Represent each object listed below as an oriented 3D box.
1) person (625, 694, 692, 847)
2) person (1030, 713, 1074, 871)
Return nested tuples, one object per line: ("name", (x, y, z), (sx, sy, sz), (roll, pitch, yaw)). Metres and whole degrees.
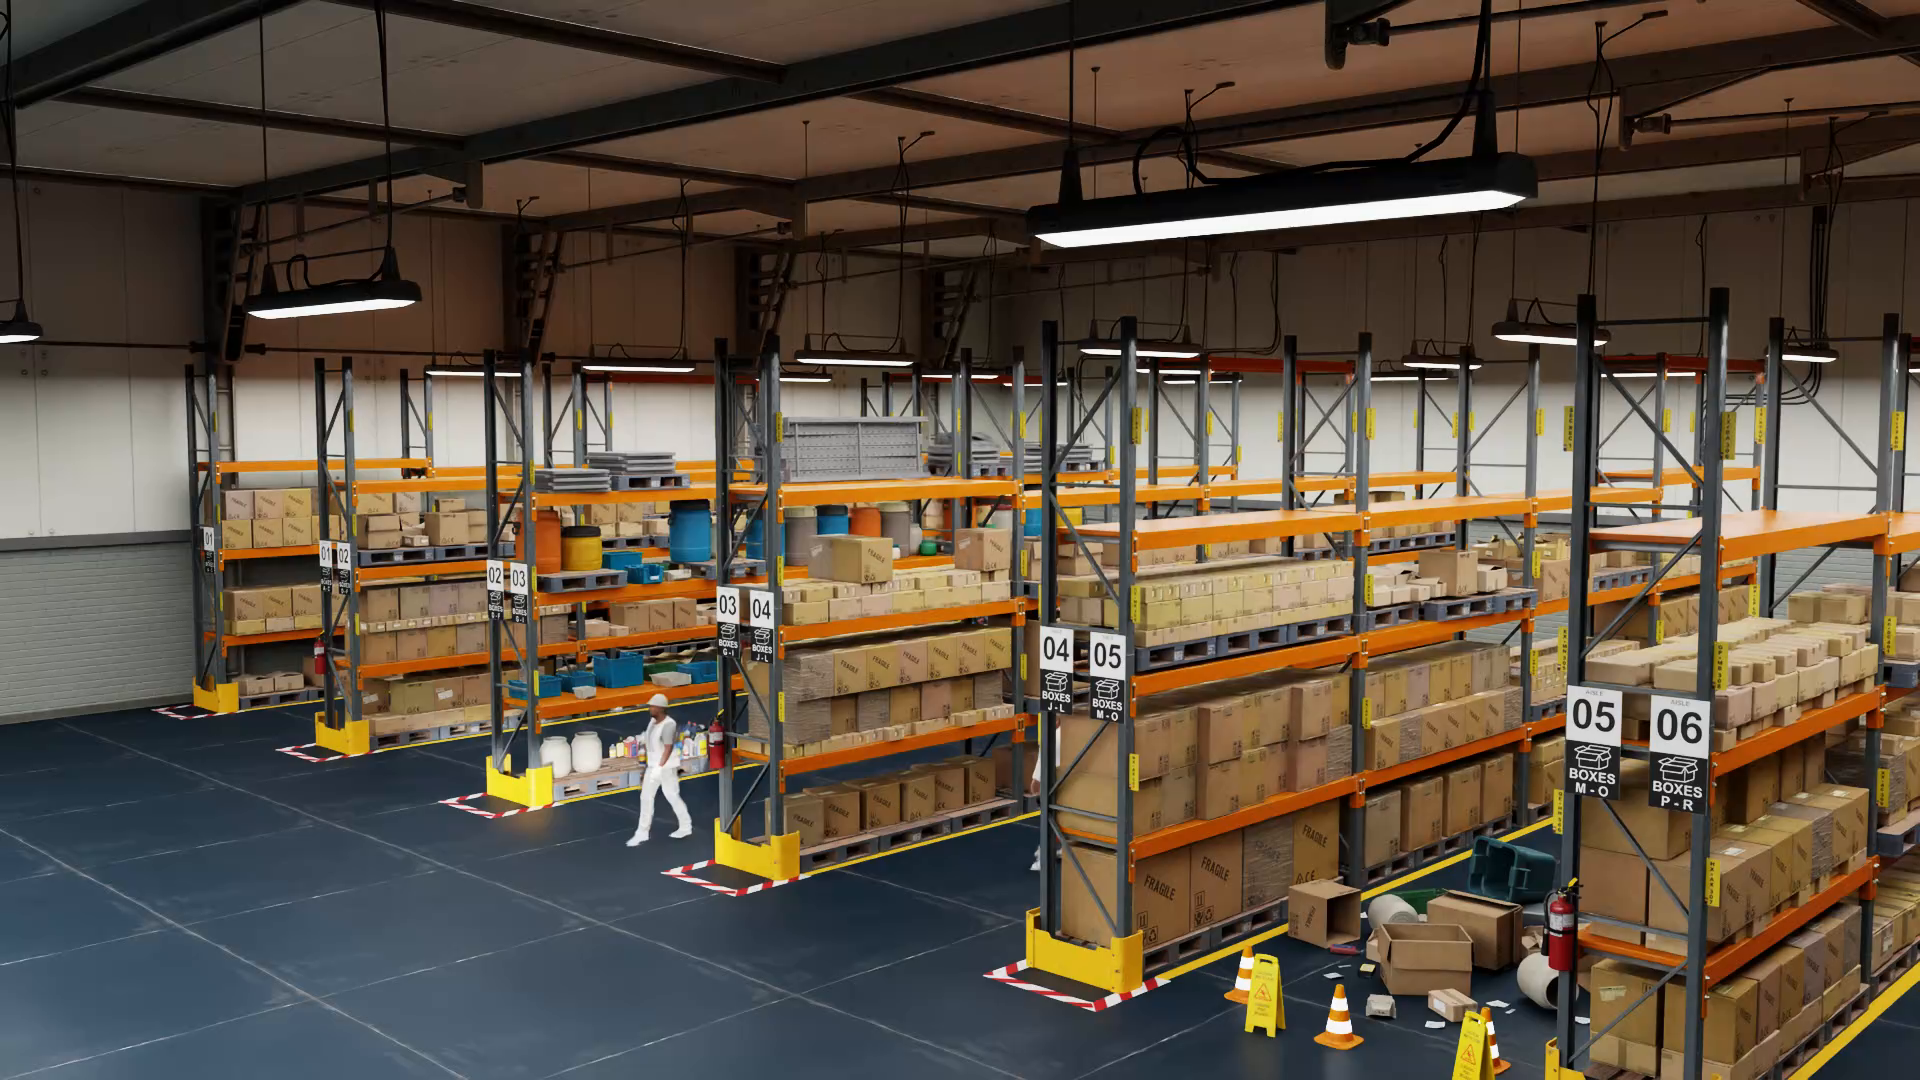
("person", (-3.648, 2.751, 20.013), (0.832, 1.793, 0.588), (-4, 6, -39))
("person", (1.068, 2.833, 19.092), (0.777, 1.807, 0.616), (-2, 5, -22))
